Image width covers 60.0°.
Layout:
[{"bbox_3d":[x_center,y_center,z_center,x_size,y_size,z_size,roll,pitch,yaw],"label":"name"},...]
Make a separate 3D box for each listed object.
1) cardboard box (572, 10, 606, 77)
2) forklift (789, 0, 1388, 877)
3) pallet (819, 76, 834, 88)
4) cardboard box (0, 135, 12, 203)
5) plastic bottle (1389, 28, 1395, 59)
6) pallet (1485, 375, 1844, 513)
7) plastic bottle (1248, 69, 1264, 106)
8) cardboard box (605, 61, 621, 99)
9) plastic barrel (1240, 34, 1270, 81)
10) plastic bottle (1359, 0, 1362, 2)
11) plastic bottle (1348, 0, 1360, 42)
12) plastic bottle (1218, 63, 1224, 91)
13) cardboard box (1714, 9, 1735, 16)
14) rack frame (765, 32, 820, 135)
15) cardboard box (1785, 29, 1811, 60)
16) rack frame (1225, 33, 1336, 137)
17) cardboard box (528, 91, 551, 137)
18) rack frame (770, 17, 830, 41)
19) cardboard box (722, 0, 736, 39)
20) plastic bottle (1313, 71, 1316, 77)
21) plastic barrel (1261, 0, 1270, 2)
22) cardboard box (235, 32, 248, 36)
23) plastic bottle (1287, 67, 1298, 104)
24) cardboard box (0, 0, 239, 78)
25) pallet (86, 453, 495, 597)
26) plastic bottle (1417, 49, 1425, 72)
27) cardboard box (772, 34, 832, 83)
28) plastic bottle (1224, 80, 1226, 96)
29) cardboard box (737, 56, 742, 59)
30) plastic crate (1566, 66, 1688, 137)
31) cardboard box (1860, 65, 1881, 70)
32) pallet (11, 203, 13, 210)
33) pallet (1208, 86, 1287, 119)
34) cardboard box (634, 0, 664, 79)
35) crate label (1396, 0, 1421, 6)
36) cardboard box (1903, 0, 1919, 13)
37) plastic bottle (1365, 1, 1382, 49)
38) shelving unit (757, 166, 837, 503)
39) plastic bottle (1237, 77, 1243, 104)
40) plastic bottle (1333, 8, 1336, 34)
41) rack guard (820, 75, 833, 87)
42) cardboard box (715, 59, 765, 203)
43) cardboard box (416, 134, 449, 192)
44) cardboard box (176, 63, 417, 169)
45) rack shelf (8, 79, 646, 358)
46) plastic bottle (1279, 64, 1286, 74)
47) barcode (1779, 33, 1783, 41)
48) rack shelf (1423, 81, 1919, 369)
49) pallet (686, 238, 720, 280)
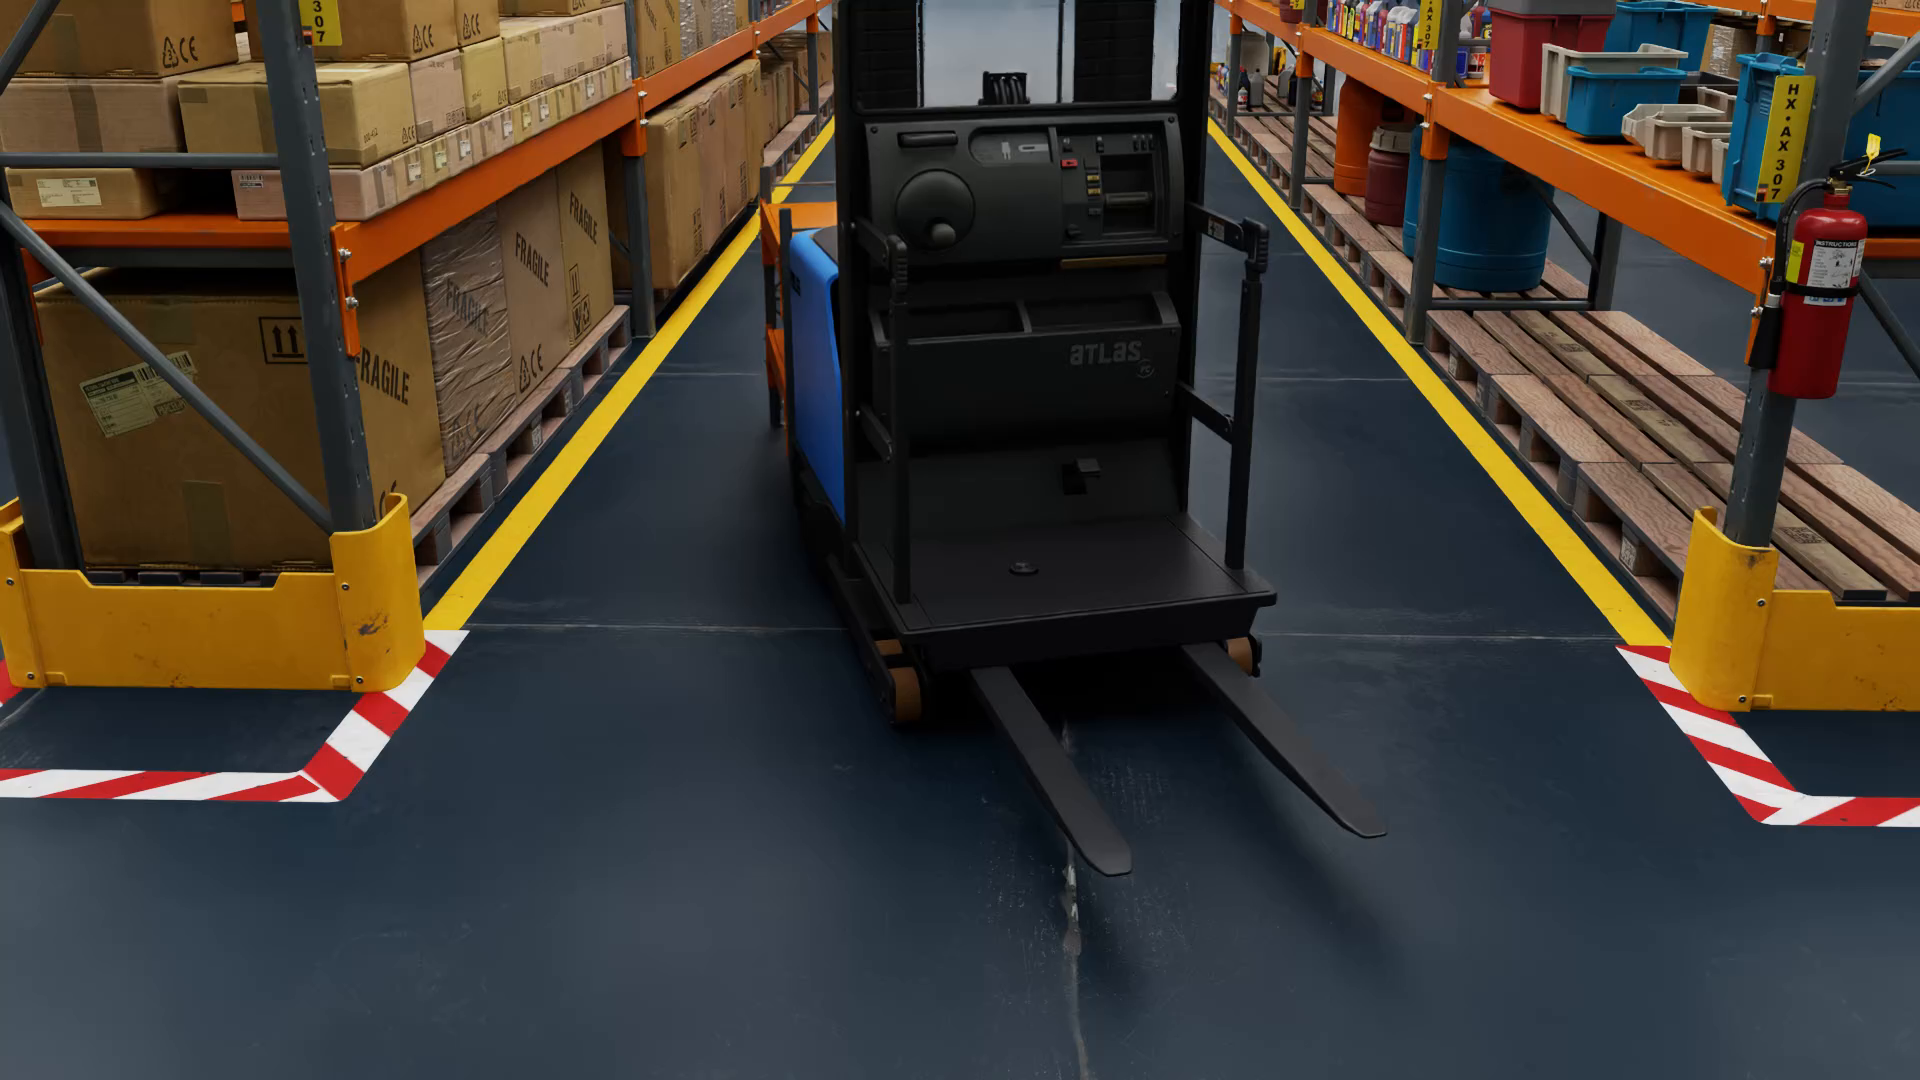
[{"bbox_3d":[-1.880,-2.192,7.328,0.500,0.250,0.500,1,21,3],"label":"cardboard box"},{"bbox_3d":[0.250,-1.001,4.556,1.130,2.935,3.031,-5,22,-14],"label":"forklift"},{"bbox_3d":[-1.813,-5.191,19.116,1.003,0.211,1.213,1,21,2],"label":"pallet"},{"bbox_3d":[-6.727,-2.613,11.490,0.500,0.500,0.500,1,21,4],"label":"cardboard box"},{"bbox_3d":[2.531,-2.877,9.573,0.097,0.201,0.097,0,21,0],"label":"plastic bottle"},{"bbox_3d":[2.817,-0.410,6.794,1.003,0.211,1.213,1,21,2],"label":"pallet"},{"bbox_3d":[2.954,-4.516,16.574,0.144,0.351,0.185,1,21,2],"label":"plastic bottle"},{"bbox_3d":[-1.805,-2.149,7.768,0.380,0.149,0.250,1,21,3],"label":"cardboard box"},{"bbox_3d":[3.241,-5.373,18.590,0.421,0.512,0.421,0,21,0],"label":"plastic barrel"},{"bbox_3d":[2.637,-3.443,10.932,0.097,0.271,0.097,0,21,0],"label":"plastic bottle"},{"bbox_3d":[2.550,-3.359,10.701,0.061,0.283,0.133,1,21,2],"label":"plastic bottle"},{"bbox_3d":[2.809,-4.962,17.819,0.061,0.283,0.133,1,21,3],"label":"plastic bottle"},{"bbox_3d":[8.432,-5.768,18.932,0.500,0.500,0.500,1,21,2],"label":"cardboard box"},{"bbox_3d":[-1.872,-5.366,15.711,1.000,3.000,0.127,1,21,2],"label":"rack frame"},{"bbox_3d":[8.357,-4.683,16.136,0.500,0.500,0.500,1,21,2],"label":"cardboard box"},{"bbox_3d":[3.079,-5.311,15.571,1.000,3.000,0.127,1,21,2],"label":"rack frame"},{"bbox_3d":[-1.845,-1.686,6.574,0.380,0.149,0.250,1,21,3],"label":"cardboard box"},{"bbox_3d":[-1.750,-6.812,19.439,1.000,3.000,0.127,1,21,2],"label":"rack frame"},{"bbox_3d":[-1.782,-3.605,11.034,0.500,0.500,0.500,0,21,1],"label":"cardboard box"},{"bbox_3d":[3.518,-4.569,16.711,0.144,0.351,0.185,1,21,3],"label":"plastic bottle"},{"bbox_3d":[2.830,-5.031,14.661,0.433,0.535,0.433,0,21,0],"label":"plastic barrel"},{"bbox_3d":[-2.445,-1.830,6.394,0.500,0.250,0.500,1,21,2],"label":"cardboard box"},{"bbox_3d":[3.374,-4.570,16.715,0.144,0.351,0.185,1,21,2],"label":"plastic bottle"},{"bbox_3d":[-2.485,-1.624,4.828,0.500,0.500,0.500,1,21,2],"label":"cardboard box"},{"bbox_3d":[-2.291,-0.017,5.781,1.003,0.211,1.213,1,21,2],"label":"pallet"},{"bbox_3d":[2.535,-2.639,8.855,0.152,0.276,0.135,1,21,2],"label":"plastic bottle"},{"bbox_3d":[-1.770,-5.400,18.675,0.500,0.500,0.500,6,22,16],"label":"cardboard box"},{"bbox_3d":[2.811,-4.736,17.348,0.097,0.201,0.097,0,21,0],"label":"plastic bottle"},{"bbox_3d":[-1.997,-3.743,13.340,0.500,0.250,0.500,3,21,8],"label":"cardboard box"},{"bbox_3d":[2.520,-1.668,6.329,0.416,0.233,0.300,1,21,2],"label":"plastic crate"},{"bbox_3d":[8.294,-4.093,14.876,0.500,0.311,0.500,1,21,3],"label":"cardboard box"},{"bbox_3d":[-6.974,-2.428,11.995,1.003,0.211,1.213,1,21,2],"label":"pallet"},{"bbox_3d":[3.175,-4.696,17.840,1.003,0.211,1.213,1,21,2],"label":"pallet"},{"bbox_3d":[-1.852,-2.683,8.660,0.500,0.500,0.500,1,21,2],"label":"cardboard box"},{"bbox_3d":[3.344,-3.935,12.256,0.303,0.233,0.416,1,21,2],"label":"crate label"},{"bbox_3d":[7.943,-4.463,13.245,0.500,0.500,0.500,0,21,-1],"label":"cardboard box"},{"bbox_3d":[2.579,-3.153,10.179,0.152,0.276,0.135,1,21,2],"label":"plastic bottle"},{"bbox_3d":[-0.498,-0.867,6.710,0.538,1.125,1.048,-4,22,-10],"label":"shelving unit"},{"bbox_3d":[2.764,-4.428,16.440,0.061,0.283,0.133,2,21,4],"label":"plastic bottle"},{"bbox_3d":[2.587,-3.543,11.287,0.097,0.201,0.097,0,21,0],"label":"plastic bottle"},{"bbox_3d":[-1.753,-5.619,19.820,1.175,0.500,0.348,1,21,2],"label":"rack guard"},{"bbox_3d":[-2.036,-2.875,11.650,1.225,0.875,0.875,0,21,-1],"label":"cardboard box"},{"bbox_3d":[-1.883,-1.220,5.374,0.380,0.149,0.250,0,21,0],"label":"cardboard box"},{"bbox_3d":[-1.953,-1.266,4.942,0.500,0.250,0.500,0,21,0],"label":"cardboard box"},{"bbox_3d":[-2.176,-1.415,6.523,1.077,0.370,4.000,1,21,2],"label":"rack shelf"},{"bbox_3d":[3.441,-4.938,17.754,0.061,0.283,0.133,1,21,2],"label":"plastic bottle"},{"bbox_3d":[7.606,-4.655,15.400,0.001,0.075,0.075,1,21,2],"label":"barcode"},{"bbox_3d":[2.774,-1.360,6.382,1.077,0.370,4.000,1,21,2],"label":"rack shelf"},{"bbox_3d":[-2.133,-1.895,10.622,1.003,0.211,1.213,1,21,2],"label":"pallet"}]
